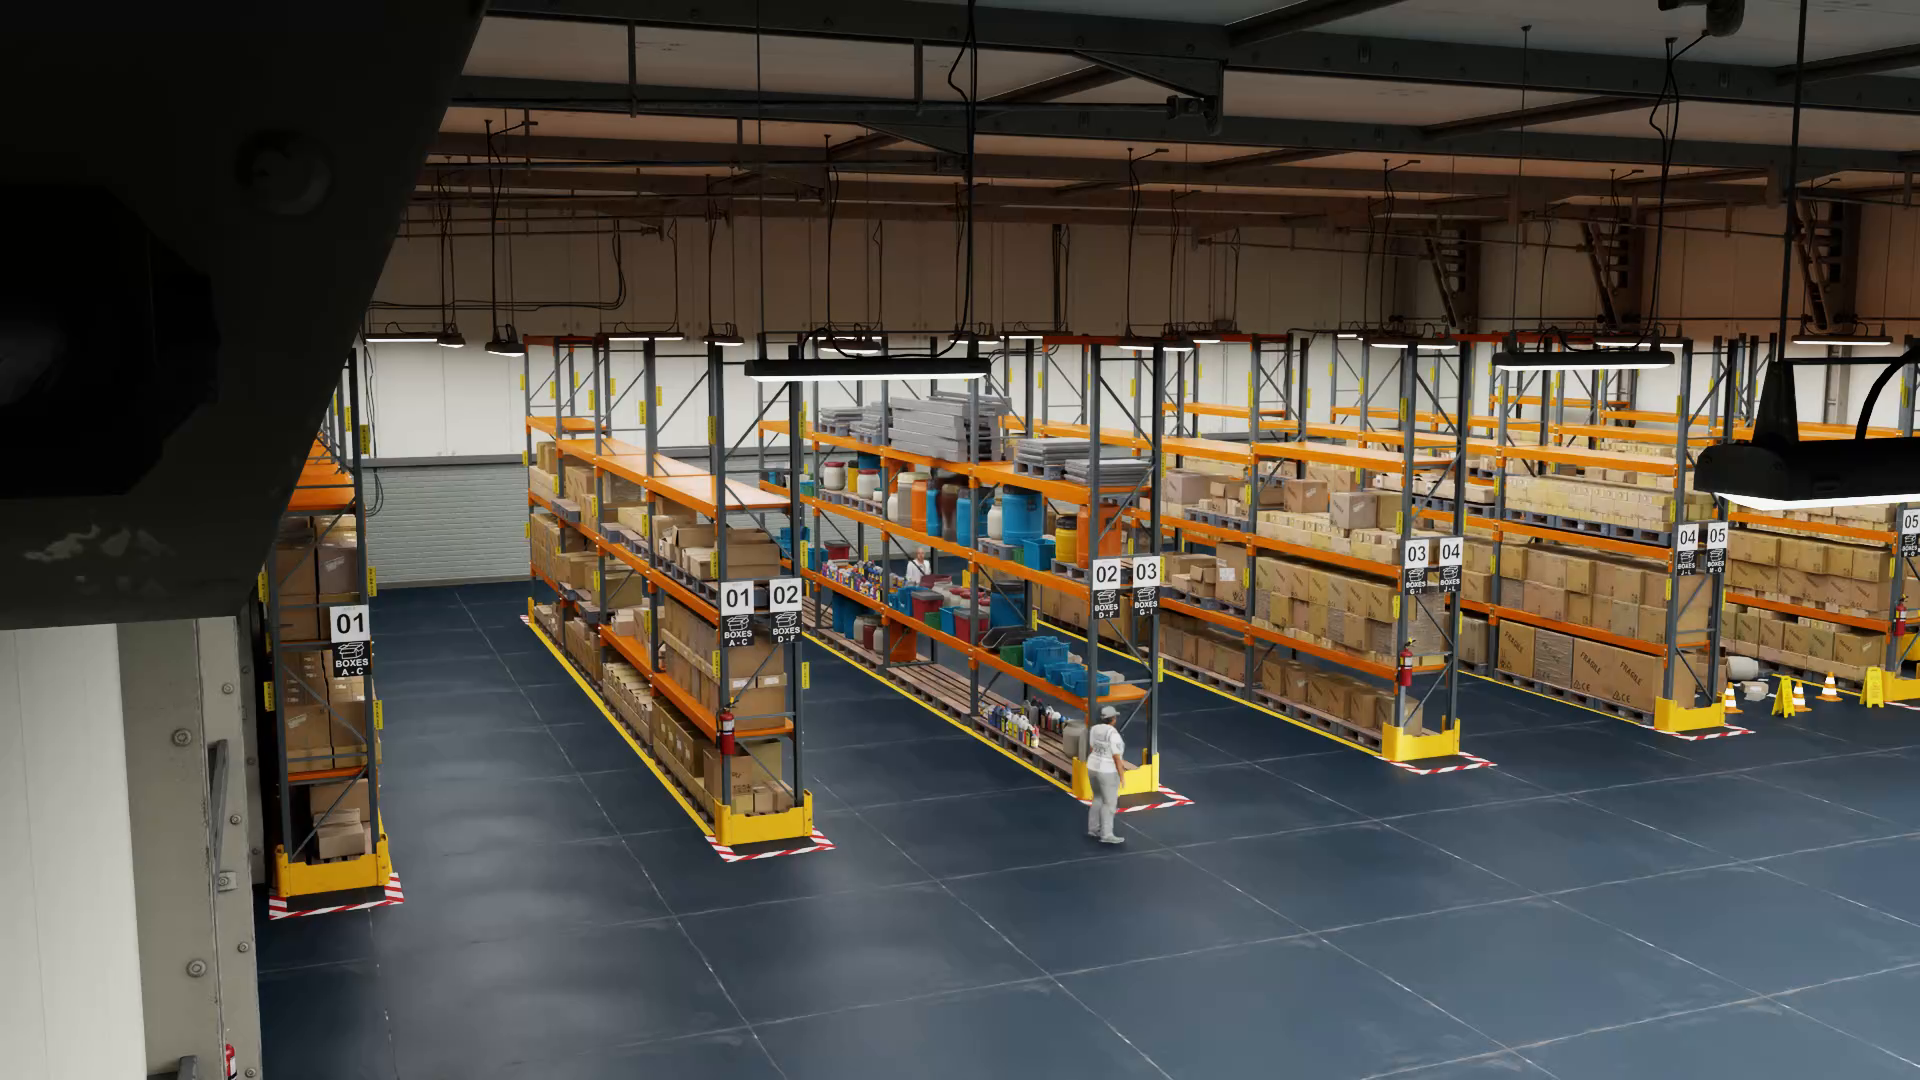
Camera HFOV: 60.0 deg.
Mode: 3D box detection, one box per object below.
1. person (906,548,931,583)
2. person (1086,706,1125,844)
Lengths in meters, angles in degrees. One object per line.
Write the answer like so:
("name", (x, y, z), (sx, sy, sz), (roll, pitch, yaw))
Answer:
("person", (-0.796, 1.023, 33.570), (0.650, 1.737, 1.105), (-5, 9, -33))
("person", (1.781, 2.878, 20.208), (0.417, 1.746, 0.565), (-5, 9, -34))
